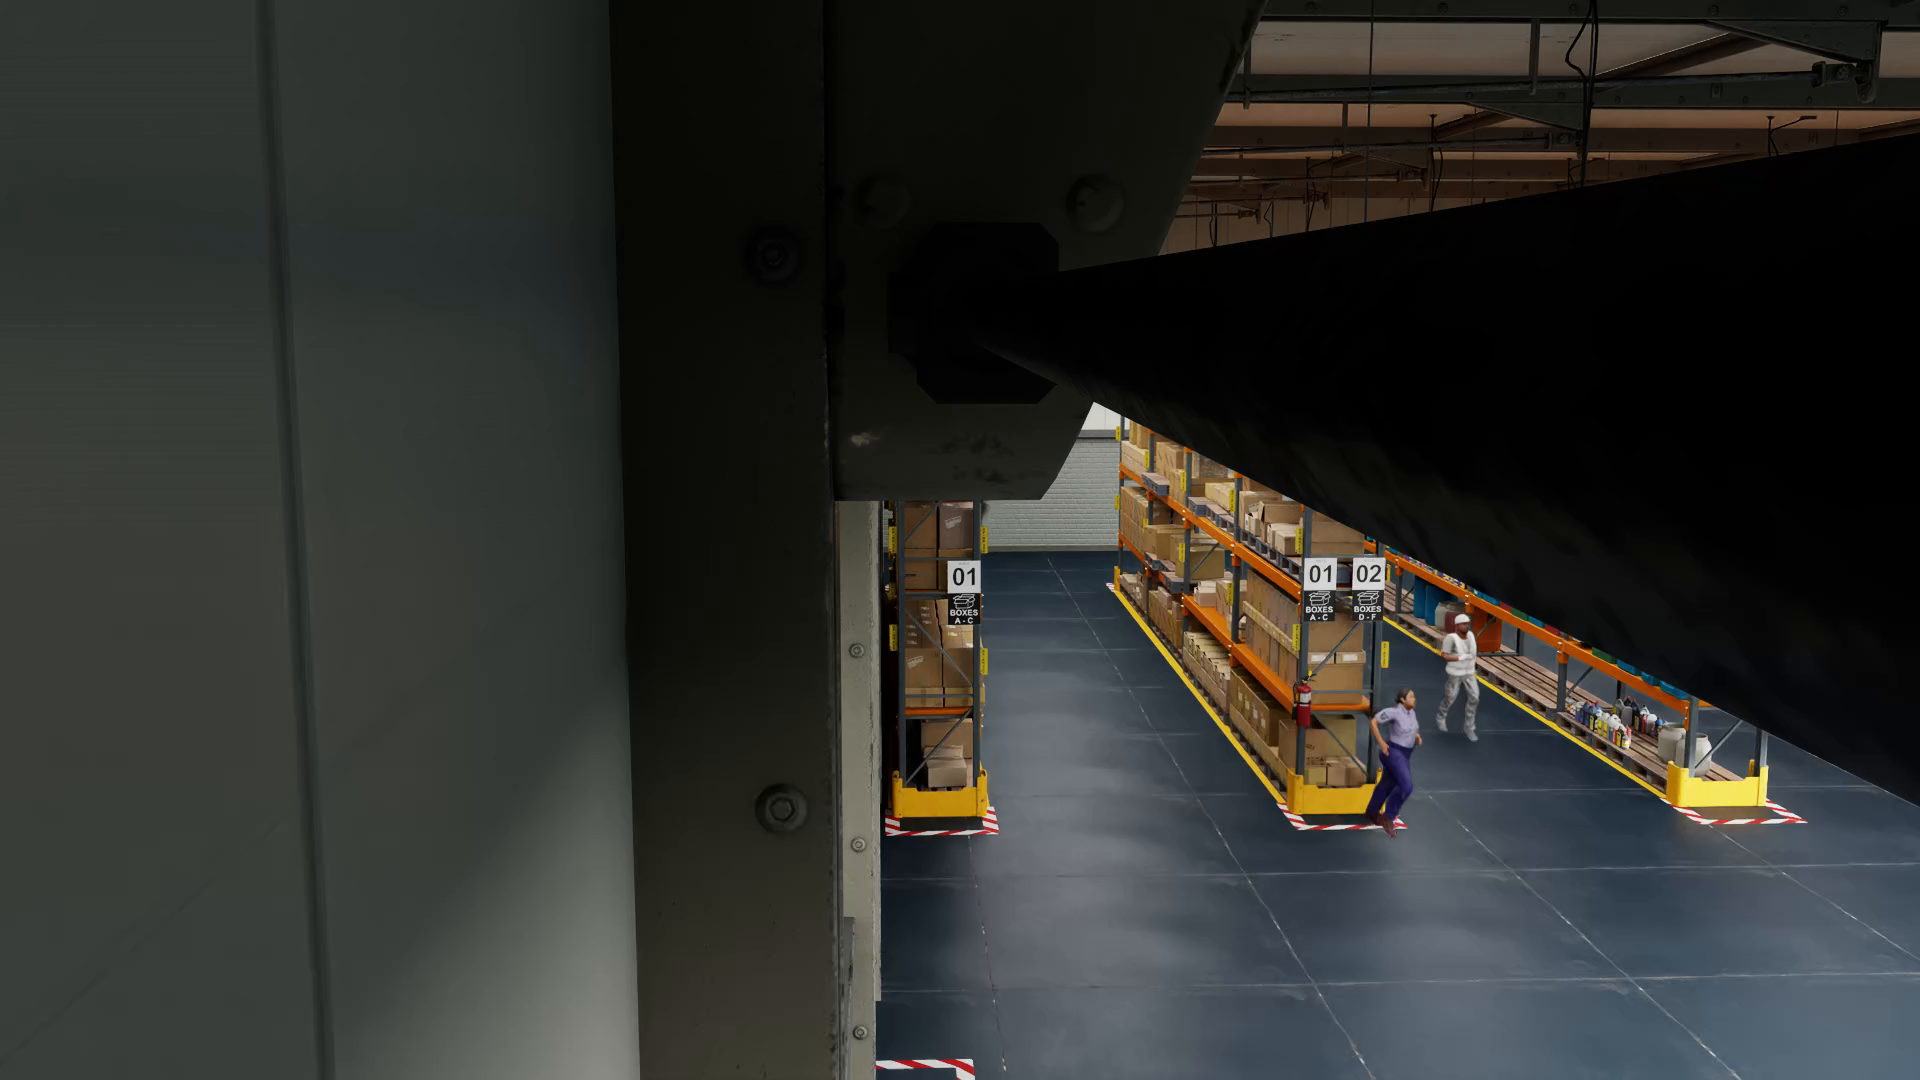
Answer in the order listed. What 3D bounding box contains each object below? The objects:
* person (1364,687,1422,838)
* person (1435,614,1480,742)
[{"bbox_3d":[5.025,2.534,19.192,0.622,1.683,0.647,6,10,38],"label":"person"},{"bbox_3d":[7.243,1.981,24.147,0.704,1.851,0.796,-3,9,-19],"label":"person"}]
